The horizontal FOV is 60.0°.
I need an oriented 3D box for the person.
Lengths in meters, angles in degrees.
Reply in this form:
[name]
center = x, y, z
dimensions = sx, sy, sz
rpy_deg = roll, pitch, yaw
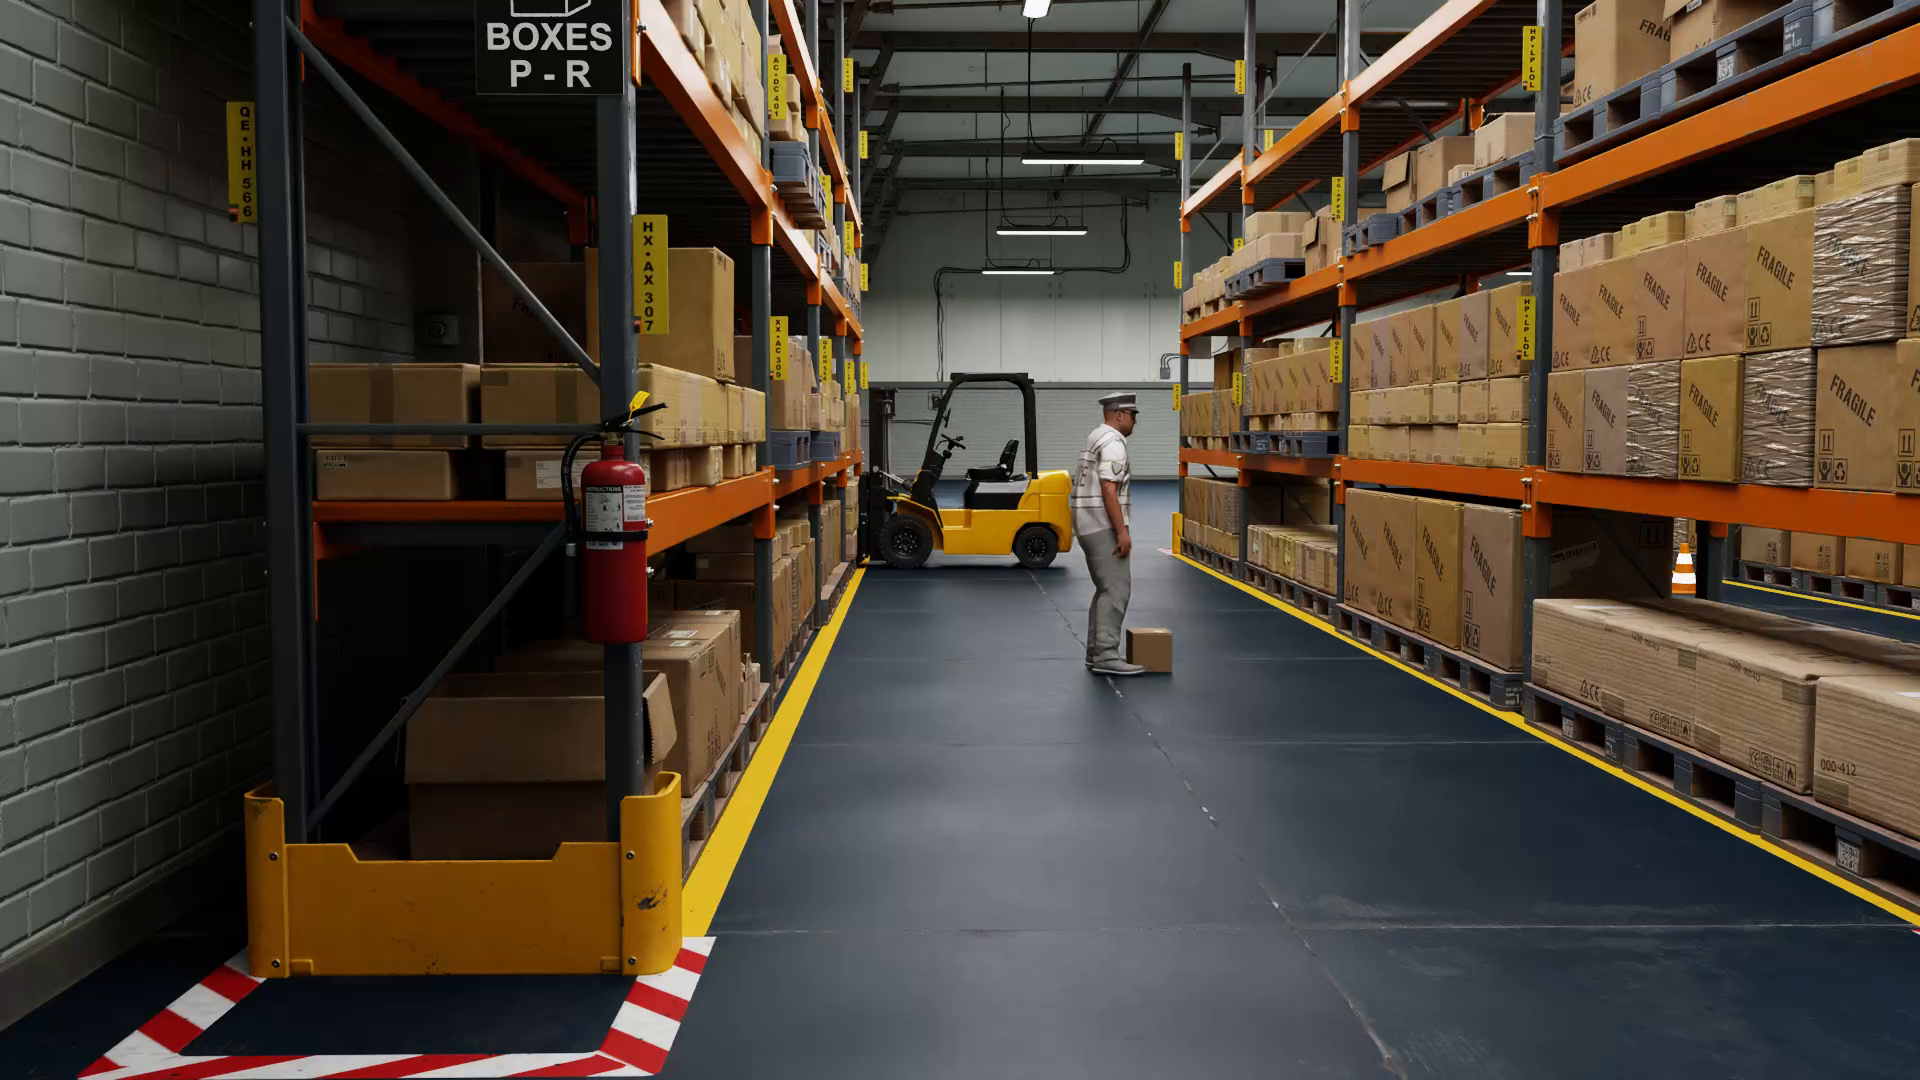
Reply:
[person]
center = 0.919, -0.051, 10.459
dimensions = 0.430, 1.749, 0.606
rpy_deg = 0, 4, -4
